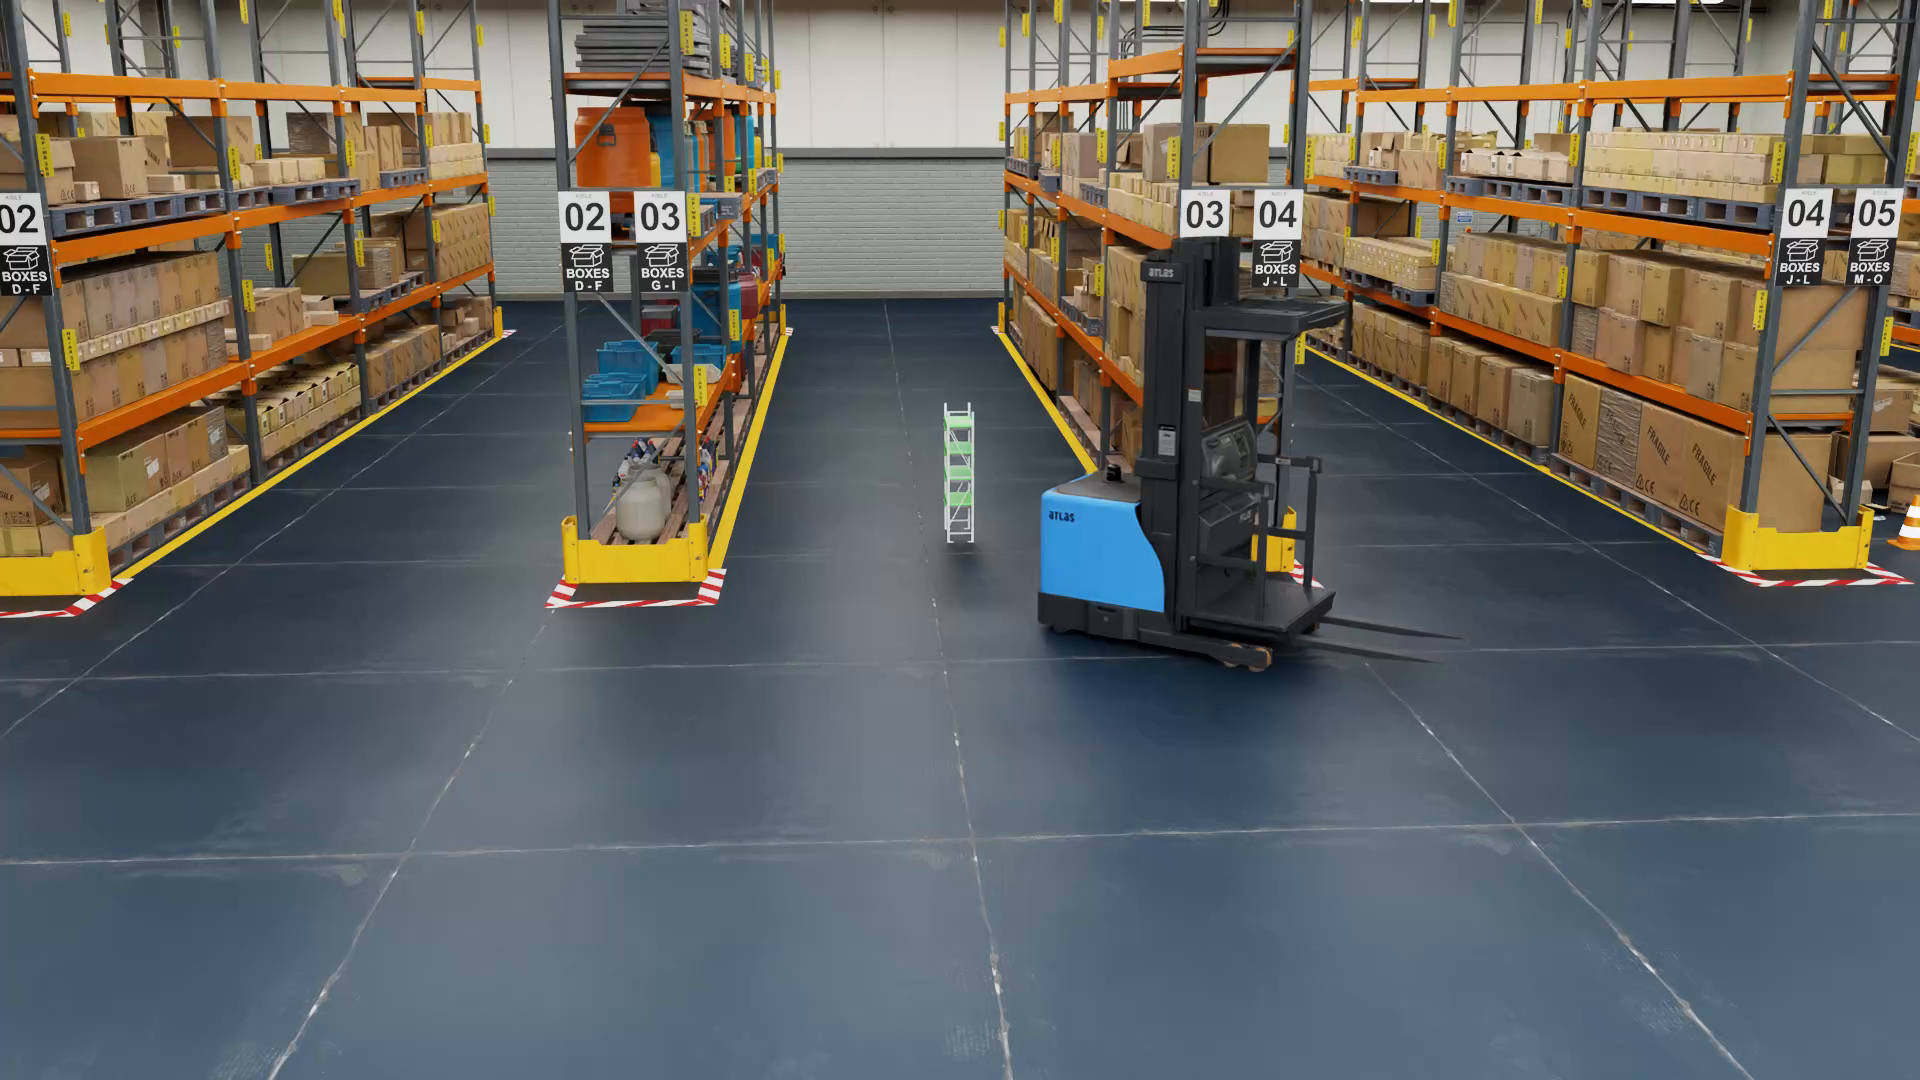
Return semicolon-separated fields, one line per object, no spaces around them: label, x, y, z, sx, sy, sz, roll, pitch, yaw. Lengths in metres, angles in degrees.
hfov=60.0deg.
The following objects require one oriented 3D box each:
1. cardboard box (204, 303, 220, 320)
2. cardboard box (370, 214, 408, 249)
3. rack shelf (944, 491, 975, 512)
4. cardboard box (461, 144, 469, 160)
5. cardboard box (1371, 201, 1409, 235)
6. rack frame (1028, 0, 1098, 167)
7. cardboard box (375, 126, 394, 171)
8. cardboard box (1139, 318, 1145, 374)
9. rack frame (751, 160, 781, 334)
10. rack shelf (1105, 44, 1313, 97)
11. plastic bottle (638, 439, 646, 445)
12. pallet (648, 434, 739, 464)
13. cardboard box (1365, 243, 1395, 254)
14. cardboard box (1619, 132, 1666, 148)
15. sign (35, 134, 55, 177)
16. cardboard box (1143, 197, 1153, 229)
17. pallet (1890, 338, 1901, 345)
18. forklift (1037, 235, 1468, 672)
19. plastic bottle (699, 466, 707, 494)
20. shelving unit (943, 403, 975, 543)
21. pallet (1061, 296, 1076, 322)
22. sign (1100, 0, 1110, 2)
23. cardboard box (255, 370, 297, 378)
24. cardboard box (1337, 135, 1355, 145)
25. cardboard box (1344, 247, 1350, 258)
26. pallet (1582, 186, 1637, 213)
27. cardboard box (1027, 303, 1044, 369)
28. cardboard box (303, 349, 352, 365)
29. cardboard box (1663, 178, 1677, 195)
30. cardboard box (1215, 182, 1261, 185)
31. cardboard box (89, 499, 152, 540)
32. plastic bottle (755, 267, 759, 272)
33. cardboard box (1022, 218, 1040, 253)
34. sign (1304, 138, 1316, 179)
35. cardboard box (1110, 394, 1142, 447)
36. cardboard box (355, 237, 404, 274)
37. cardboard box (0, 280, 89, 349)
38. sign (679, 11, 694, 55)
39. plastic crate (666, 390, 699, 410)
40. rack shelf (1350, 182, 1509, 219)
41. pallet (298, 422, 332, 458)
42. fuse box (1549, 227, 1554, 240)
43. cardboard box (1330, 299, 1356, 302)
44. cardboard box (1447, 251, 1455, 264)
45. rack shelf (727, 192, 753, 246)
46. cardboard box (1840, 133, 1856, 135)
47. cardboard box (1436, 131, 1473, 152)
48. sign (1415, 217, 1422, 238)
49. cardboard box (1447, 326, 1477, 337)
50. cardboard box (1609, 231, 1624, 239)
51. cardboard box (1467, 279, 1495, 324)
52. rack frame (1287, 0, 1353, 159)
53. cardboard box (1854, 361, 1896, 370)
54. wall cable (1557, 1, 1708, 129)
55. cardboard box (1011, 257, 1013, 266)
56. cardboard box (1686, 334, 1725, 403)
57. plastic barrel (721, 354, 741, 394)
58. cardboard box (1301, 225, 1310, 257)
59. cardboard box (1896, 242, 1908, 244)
cardboard box;-7.617;-2.277;16.576;0.380;0.149;0.250;-1;14;-5
cardboard box;-8.647;-4.684;25.228;0.500;0.500;0.500;-1;14;-3
rack shelf;-0.010;-0.328;15.336;0.258;0.148;0.480;-1;14;-3
cardboard box;-8.260;-6.274;26.892;0.500;0.250;0.500;-1;14;-3
cardboard box;6.703;-5.026;25.959;0.500;0.500;0.500;-1;14;-2
rack frame;1.531;-7.087;24.735;1.000;3.000;0.127;-1;14;-3
cardboard box;-8.335;-5.490;23.304;0.600;0.600;0.600;-1;14;-4
cardboard box;2.129;-1.774;15.329;0.875;0.500;0.500;-1;14;-3
rack frame;-3.661;-5.100;29.051;1.000;3.000;0.127;-1;14;-3
rack shelf;2.150;-4.250;15.159;1.077;0.370;4.000;-1;14;-3
plastic bottle;-3.335;-0.921;17.403;0.097;0.271;0.097;0;14;0
pallet;-3.005;-0.960;18.556;1.003;0.211;1.213;-1;14;-3
cardboard box;6.119;-4.239;24.173;0.380;0.149;0.250;-1;14;-4
cardboard box;6.715;-3.927;16.334;0.380;0.149;0.250;-1;14;-4
sign;-7.059;-2.967;12.827;0.100;0.325;0.005;-1;14;-3
cardboard box;1.934;-2.945;14.957;0.500;0.250;0.500;-1;14;-2
pallet;16.255;-3.536;28.572;1.003;0.211;1.213;-1;14;-3
forklift;2.114;-0.646;11.880;3.031;2.935;1.130;9;17;30
plastic bottle;-2.498;-0.578;16.070;0.097;0.271;0.097;0;14;0
shelving unit;-0.010;-0.622;15.260;0.258;1.200;0.503;-1;14;-3
pallet;1.929;-2.918;20.957;1.213;0.211;1.003;-1;14;-3
sign;1.473;-5.616;16.827;0.100;0.325;0.005;-1;14;-3
cardboard box;-8.329;-1.913;20.214;0.500;0.311;0.500;-1;14;-5
cardboard box;6.111;-6.247;25.989;0.380;0.149;0.250;-1;14;-4
cardboard box;6.053;-4.354;25.216;0.380;0.149;0.250;-1;14;-3
pallet;7.023;-3.449;16.795;1.003;0.211;1.213;-1;14;-3
cardboard box;1.646;-2.975;24.213;1.225;0.875;0.875;-1;14;-5
cardboard box;-8.401;-2.266;22.172;0.500;0.500;0.500;0;14;-1
cardboard box;6.778;-3.288;15.451;0.380;0.149;0.250;-1;14;-3
cardboard box;2.473;-3.099;14.754;0.380;0.149;0.250;-1;14;-4
cardboard box;-7.459;-0.178;14.597;0.500;0.250;0.500;-1;14;-3
plastic bottle;-3.006;-3.899;24.617;0.061;0.283;0.133;-1;14;-3
cardboard box;1.235;-4.726;25.799;0.500;0.500;0.500;0;14;-2
sign;2.816;-3.082;13.433;0.100;0.325;0.005;-1;14;-3
cardboard box;2.010;-1.347;18.601;0.700;0.500;0.500;-2;15;-8
cardboard box;-8.551;-4.160;24.355;0.700;0.500;0.500;-6;16;-22
cardboard box;-7.633;-1.851;13.621;0.700;0.500;0.500;-1;14;-3
sign;-2.120;-3.932;12.893;0.100;0.325;0.005;-1;14;-3
plastic crate;-2.404;-1.220;14.503;0.298;0.136;0.250;-1;14;-3
rack shelf;6.611;-4.840;23.465;1.077;0.370;4.000;-1;14;-3
pallet;-8.024;-1.176;19.398;1.003;0.211;1.213;-1;14;-3
fuse box;12.907;-6.103;35.538;0.539;1.711;0.414;-1;14;-3
cardboard box;6.626;-4.085;28.792;0.380;0.149;0.250;-1;14;-5
cardboard box;6.870;-3.854;22.676;0.380;0.149;0.250;-1;14;-4
rack shelf;-3.041;-3.717;19.101;1.077;0.370;4.000;-1;14;-3
cardboard box;15.905;-7.059;29.346;0.500;0.250;0.500;-1;14;-4
cardboard box;6.451;-5.207;21.709;0.396;0.266;0.258;-1;14;-3
sign;7.041;-4.803;25.575;0.100;0.325;0.005;-1;14;-3
cardboard box;6.934;-2.769;22.662;0.500;0.250;0.500;-2;15;-6
cardboard box;11.053;-5.233;27.362;0.500;0.500;0.500;-1;14;-3
cardboard box;6.559;-2.919;20.374;0.500;0.500;0.500;-1;14;-3
rack frame;6.239;-8.133;28.801;1.000;3.000;0.127;-1;14;-3
cardboard box;11.694;-2.130;21.939;0.950;0.372;0.625;-2;15;-7
wall cable;14.074;-9.708;34.845;2.988;3.039;0.133;-1;14;-3
cardboard box;1.058;-4.642;27.774;0.380;0.149;0.250;-1;14;-4
cardboard box;7.107;-1.549;14.950;0.875;0.550;0.550;-1;14;-3
plastic barrel;-3.212;-2.384;22.008;0.600;0.830;0.708;-1;14;-3
cardboard box;6.068;-5.050;28.058;0.500;0.500;0.500;-1;14;-3
cardboard box;11.975;-3.627;21.686;0.500;0.500;0.500;-1;14;-5
